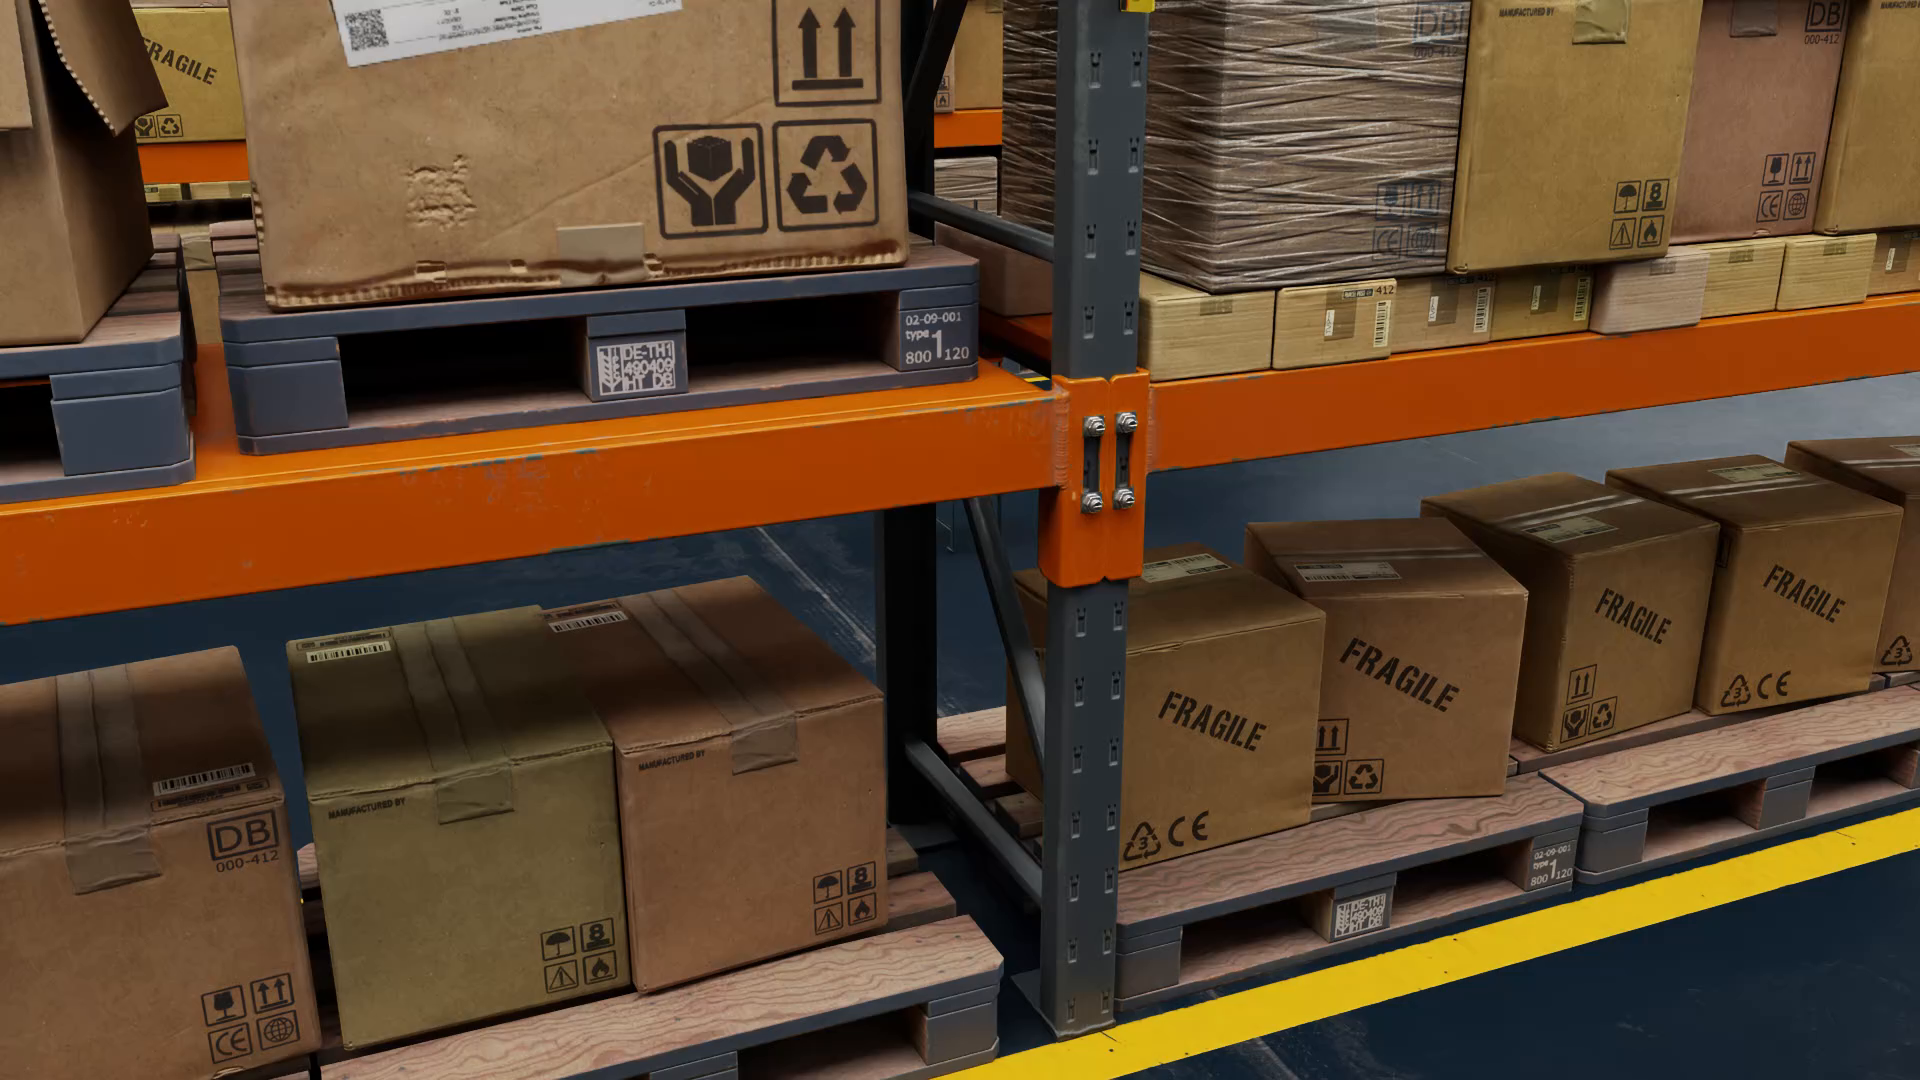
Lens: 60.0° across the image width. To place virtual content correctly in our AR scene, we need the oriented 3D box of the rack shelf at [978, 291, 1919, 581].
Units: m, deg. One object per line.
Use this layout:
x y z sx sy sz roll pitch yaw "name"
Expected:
1.888 -0.519 4.063 4.000 0.370 1.077 -8 21 -22 "rack shelf"

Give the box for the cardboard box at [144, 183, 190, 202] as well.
-5.651 -2.319 11.415 0.625 0.372 0.950 -7 21 -20 "cardboard box"

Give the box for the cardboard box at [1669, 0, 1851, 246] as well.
1.381 -0.975 3.675 0.500 0.500 0.875 -8 21 -22 "cardboard box"

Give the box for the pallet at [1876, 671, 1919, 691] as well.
2.894 0.300 4.853 1.213 0.211 1.003 -8 21 -22 "pallet"

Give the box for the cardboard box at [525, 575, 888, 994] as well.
-0.521 0.450 3.328 0.500 0.500 0.700 -10 22 -26 "cardboard box"

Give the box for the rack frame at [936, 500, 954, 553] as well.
-0.071 -0.556 5.794 0.006 1.200 0.240 -8 21 -22 "rack frame"

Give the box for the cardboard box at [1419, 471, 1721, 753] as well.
1.496 0.162 4.177 0.500 0.500 0.500 -10 22 -27 "cardboard box"

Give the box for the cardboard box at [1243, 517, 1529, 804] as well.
0.957 0.268 3.877 0.500 0.500 0.500 -2 19 -5 "cardboard box"

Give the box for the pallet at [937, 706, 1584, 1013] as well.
0.654 0.621 3.941 1.213 0.211 1.003 -8 21 -22 "pallet"

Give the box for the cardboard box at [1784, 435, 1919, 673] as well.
2.609 0.026 4.565 0.500 0.500 0.500 -3 20 -8 "cardboard box"

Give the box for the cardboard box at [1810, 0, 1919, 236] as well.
1.857 -1.028 3.826 0.500 0.500 0.875 -8 21 -22 "cardboard box"

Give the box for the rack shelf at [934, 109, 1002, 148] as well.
0.016 -2.045 8.397 4.000 0.370 1.077 -8 21 -22 "rack shelf"

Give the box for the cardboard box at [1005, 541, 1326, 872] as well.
0.434 0.345 3.657 0.500 0.500 0.500 -9 21 -24 "cardboard box"

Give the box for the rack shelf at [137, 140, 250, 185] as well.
-3.657 -1.519 6.902 4.000 0.370 1.077 -8 21 -22 "rack shelf"

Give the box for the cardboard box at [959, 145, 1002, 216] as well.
0.449 -1.618 8.666 0.875 0.875 0.875 -9 21 -23 "cardboard box"

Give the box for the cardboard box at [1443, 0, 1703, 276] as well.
0.962 -0.878 3.401 0.500 0.500 0.875 -8 21 -22 "cardboard box"

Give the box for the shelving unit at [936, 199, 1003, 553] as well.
0.013 -0.568 5.828 0.189 1.200 0.258 -8 21 -22 "shelving unit"

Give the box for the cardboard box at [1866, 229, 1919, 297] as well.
1.952 -0.662 3.763 0.250 0.149 0.380 -8 21 -22 "cardboard box"

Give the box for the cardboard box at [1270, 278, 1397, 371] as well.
0.603 -0.442 3.140 0.250 0.149 0.380 -8 21 -22 "cardboard box"

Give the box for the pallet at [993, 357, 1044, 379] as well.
0.031 -1.044 8.669 1.213 0.211 1.003 -8 21 -22 "pallet"

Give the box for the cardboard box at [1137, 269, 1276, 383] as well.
0.368 -0.413 3.058 0.250 0.149 0.380 -8 21 -22 "cardboard box"

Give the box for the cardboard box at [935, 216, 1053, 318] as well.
0.132 -0.595 3.573 0.250 0.149 0.380 -8 21 -22 "cardboard box"

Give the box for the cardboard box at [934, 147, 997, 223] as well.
-0.389 -1.498 8.328 0.875 0.875 0.875 -8 21 -22 "cardboard box"

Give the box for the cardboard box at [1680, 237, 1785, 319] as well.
1.506 -0.585 3.546 0.250 0.149 0.380 -8 21 -22 "cardboard box"

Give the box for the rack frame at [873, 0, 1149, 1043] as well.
0.051 -0.595 3.196 0.127 3.000 1.000 -8 21 -22 "rack frame"

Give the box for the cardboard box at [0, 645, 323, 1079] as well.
-1.480 0.581 2.956 0.500 0.500 0.700 -10 22 -27 "cardboard box"

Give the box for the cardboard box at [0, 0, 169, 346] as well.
-1.504 -0.586 2.382 0.637 0.503 0.797 -6 20 -16 "cardboard box"

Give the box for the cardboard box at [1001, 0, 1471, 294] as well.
0.489 -0.823 3.245 0.500 0.500 0.875 -8 21 -22 "cardboard box"

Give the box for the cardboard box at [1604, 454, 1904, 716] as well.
2.027 0.102 4.347 0.500 0.500 0.500 -6 20 -17 "cardboard box"

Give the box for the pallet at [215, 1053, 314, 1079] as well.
-1.785 0.985 2.908 1.213 0.211 1.003 -8 21 -22 "pallet"

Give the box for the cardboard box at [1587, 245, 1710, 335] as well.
1.293 -0.540 3.417 0.250 0.149 0.380 -8 21 -22 "cardboard box"

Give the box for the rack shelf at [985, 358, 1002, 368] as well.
0.013 -0.639 5.803 0.180 0.103 0.258 -8 21 -22 "rack shelf"

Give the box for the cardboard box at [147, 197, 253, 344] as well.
-3.242 -1.023 7.167 0.750 0.750 1.050 -8 21 -22 "cardboard box"

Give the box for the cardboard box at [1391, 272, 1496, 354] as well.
0.821 -0.484 3.258 0.250 0.149 0.380 -8 21 -22 "cardboard box"

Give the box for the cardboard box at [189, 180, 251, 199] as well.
-5.013 -2.411 11.676 0.625 0.372 0.950 -7 21 -19 "cardboard box"

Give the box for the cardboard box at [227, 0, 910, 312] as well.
-0.734 -1.015 2.851 1.000 1.000 1.000 -8 21 -22 "cardboard box"

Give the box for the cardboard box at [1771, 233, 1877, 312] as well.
1.740 -0.615 3.630 0.250 0.149 0.380 -8 21 -22 "cardboard box"

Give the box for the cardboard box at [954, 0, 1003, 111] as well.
-0.001 -2.459 8.263 0.500 0.550 0.875 -8 21 -22 "cardboard box"

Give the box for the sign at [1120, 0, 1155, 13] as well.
0.275 -0.973 2.525 0.005 0.325 0.100 -8 21 -22 "sign"

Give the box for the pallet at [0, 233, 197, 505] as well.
-1.820 -0.252 2.509 1.213 0.211 1.003 -8 21 -22 "pallet"

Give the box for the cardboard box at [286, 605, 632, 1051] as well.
-0.966 0.507 3.166 0.500 0.500 0.700 -8 21 -22 "cardboard box"

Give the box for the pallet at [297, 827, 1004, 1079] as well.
-0.663 0.823 3.367 1.213 0.211 1.003 -8 21 -22 "pallet"

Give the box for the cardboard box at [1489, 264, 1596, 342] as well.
1.047 -0.519 3.359 0.250 0.149 0.380 -8 21 -22 "cardboard box"

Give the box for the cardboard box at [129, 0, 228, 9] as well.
-3.210 -2.438 6.774 0.500 0.500 0.700 -8 21 -21 "cardboard box"

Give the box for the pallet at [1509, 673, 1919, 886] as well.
1.776 0.459 4.401 1.213 0.211 1.003 -8 21 -22 "pallet"

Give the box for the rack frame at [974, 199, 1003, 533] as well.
0.097 -0.580 5.862 0.006 1.200 0.240 -8 21 -22 "rack frame"

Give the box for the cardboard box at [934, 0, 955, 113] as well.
-0.448 -2.359 7.978 0.550 0.550 0.875 -8 21 -22 "cardboard box"

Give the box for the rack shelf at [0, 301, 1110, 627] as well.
-1.785 0.007 2.569 4.000 0.370 1.077 -8 21 -22 "rack shelf"

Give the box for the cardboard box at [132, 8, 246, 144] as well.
-3.122 -1.885 6.709 0.500 0.500 0.500 -8 21 -21 "cardboard box"

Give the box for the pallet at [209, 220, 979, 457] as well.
-0.708 -0.449 3.069 1.213 0.211 1.003 -8 21 -22 "pallet"
